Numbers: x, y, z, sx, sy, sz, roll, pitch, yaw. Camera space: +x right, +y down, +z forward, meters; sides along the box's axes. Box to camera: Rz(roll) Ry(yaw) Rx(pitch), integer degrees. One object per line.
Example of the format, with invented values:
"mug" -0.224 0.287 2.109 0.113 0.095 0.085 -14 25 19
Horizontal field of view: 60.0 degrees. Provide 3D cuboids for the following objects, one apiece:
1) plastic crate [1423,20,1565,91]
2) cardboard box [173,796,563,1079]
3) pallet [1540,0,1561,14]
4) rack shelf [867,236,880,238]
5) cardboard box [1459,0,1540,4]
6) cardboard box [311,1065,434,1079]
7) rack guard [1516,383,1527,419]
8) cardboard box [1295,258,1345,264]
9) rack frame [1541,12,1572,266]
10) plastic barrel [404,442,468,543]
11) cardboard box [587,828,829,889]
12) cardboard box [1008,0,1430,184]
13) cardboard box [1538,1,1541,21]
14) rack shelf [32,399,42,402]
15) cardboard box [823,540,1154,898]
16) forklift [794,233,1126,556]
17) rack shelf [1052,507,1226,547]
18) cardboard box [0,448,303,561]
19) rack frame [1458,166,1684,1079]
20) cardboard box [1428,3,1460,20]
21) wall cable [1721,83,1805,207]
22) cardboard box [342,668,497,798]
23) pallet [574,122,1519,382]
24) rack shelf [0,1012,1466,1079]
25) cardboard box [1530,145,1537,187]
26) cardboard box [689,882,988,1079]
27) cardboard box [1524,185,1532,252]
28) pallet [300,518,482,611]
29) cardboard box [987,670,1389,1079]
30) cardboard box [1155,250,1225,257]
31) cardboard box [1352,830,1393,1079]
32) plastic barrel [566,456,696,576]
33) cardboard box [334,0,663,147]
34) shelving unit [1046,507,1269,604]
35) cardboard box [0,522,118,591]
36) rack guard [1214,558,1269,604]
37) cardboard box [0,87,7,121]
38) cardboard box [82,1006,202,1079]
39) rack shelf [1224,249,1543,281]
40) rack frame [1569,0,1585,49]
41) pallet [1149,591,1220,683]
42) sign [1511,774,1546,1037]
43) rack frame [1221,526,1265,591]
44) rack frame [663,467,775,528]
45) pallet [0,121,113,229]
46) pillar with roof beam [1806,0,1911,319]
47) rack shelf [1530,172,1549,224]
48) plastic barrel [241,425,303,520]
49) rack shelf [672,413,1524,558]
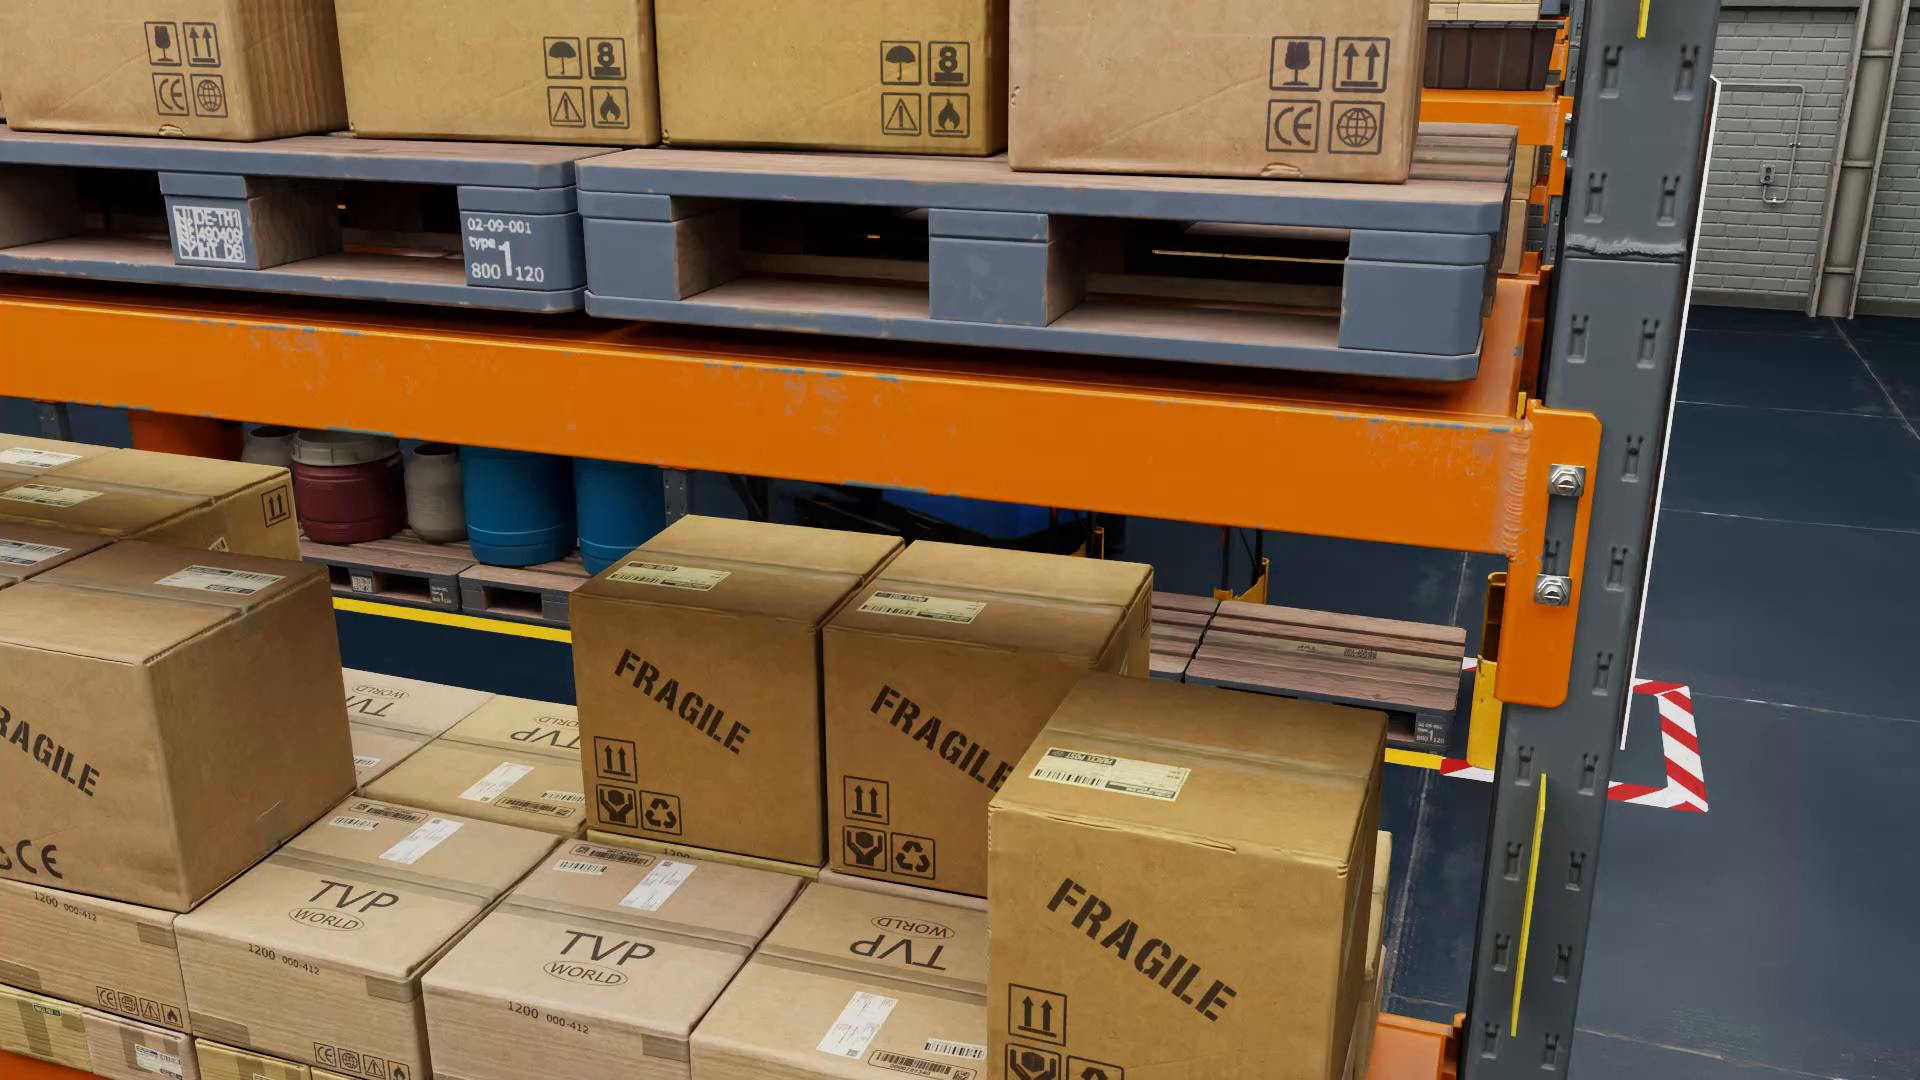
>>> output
"plastic crate" 2.257 -2.073 7.109 0.590 0.269 0.497 7 20 18
"cardboard box" -1.094 0.745 3.157 0.500 0.250 0.500 7 20 18
"pallet" 5.077 -5.122 15.791 1.213 0.211 1.003 7 20 18
"rack shelf" -1.509 -2.439 13.608 4.000 0.370 1.077 7 20 18
"cardboard box" 3.590 -3.688 11.011 0.500 0.250 0.500 7 20 18
"cardboard box" -0.984 0.967 3.127 0.250 0.149 0.380 7 20 19
"rack guard" 4.087 -0.958 12.065 0.348 0.500 1.175 7 20 18
"cardboard box" 2.686 -2.252 11.827 0.500 0.500 0.500 7 20 18
"rack frame" 4.159 -2.130 11.630 0.127 3.000 1.000 7 20 18
"plastic barrel" -2.930 -0.275 9.451 0.421 0.512 0.421 0 19 0
"cardboard box" -0.427 0.635 3.474 0.500 0.250 0.500 6 20 16
"cardboard box" 0.395 -0.799 2.313 0.500 0.500 0.700 5 20 15
"cardboard box" 3.757 -3.610 11.547 0.500 0.250 0.500 7 20 18
"rack shelf" -6.917 -1.331 10.430 4.000 0.370 1.077 7 20 18
"cardboard box" 0.067 0.336 3.192 0.500 0.500 0.500 6 20 17
"forklift" -0.392 -1.560 10.098 1.130 2.935 3.031 -17 25 -40
"rack shelf" 1.061 -0.210 8.945 1.000 0.185 0.538 11 22 30
"cardboard box" -1.880 0.116 3.824 0.500 0.500 0.500 7 20 19
"rack frame" 0.904 0.950 2.795 0.127 3.000 1.000 7 20 18
"cardboard box" 3.118 -3.507 11.250 0.500 0.250 0.500 7 20 18
"wall cable" 7.301 -4.306 16.330 1.851 1.984 0.084 7 20 18
"cardboard box" -1.399 0.524 3.791 0.500 0.250 0.500 7 20 19
"pallet" 0.200 -0.502 2.536 1.213 0.211 1.003 7 20 18
"rack shelf" -0.985 1.073 3.533 4.000 0.370 1.077 7 20 18
"cardboard box" 3.826 -2.779 11.822 0.500 0.500 0.500 7 20 20
"cardboard box" -0.120 0.855 2.842 0.500 0.250 0.500 6 20 17
"cardboard box" 3.826 -2.307 11.986 0.500 0.500 0.500 7 20 19
"pallet" -3.120 0.067 9.564 1.213 0.211 1.003 7 20 18
"cardboard box" 0.358 0.555 2.564 0.500 0.500 0.500 7 20 19
"cardboard box" 1.729 -2.361 12.139 0.500 0.500 0.500 6 20 18
"cardboard box" 0.539 0.744 3.160 0.500 0.250 0.500 6 20 17
"plastic barrel" -1.757 -0.294 8.913 0.708 0.901 0.600 7 20 18
"cardboard box" -0.601 -0.938 2.712 0.500 0.500 0.700 5 20 14
"shelving unit" 1.069 -0.378 8.881 1.083 1.500 0.587 11 22 30
"cardboard box" -2.043 0.281 3.351 0.500 0.500 0.500 7 20 18
"rack guard" 1.494 0.298 8.842 0.087 0.250 0.587 11 22 30
"cardboard box" -1.609 -1.066 3.079 0.500 0.500 0.700 8 21 21
"cardboard box" -1.480 0.911 3.286 0.250 0.149 0.380 7 20 19
"rack shelf" 2.269 -2.007 12.368 4.000 0.370 1.077 7 20 18
"rack frame" 2.530 -3.423 6.226 0.127 3.000 1.000 7 20 18
"pallet" 0.615 0.493 8.342 1.213 0.211 1.003 7 20 18
"sign" 0.713 0.458 2.086 0.005 0.325 0.100 7 20 18
"rack frame" 1.495 -0.292 8.636 0.032 1.500 0.500 11 22 30
"rack frame" -1.249 -1.023 8.453 0.127 3.000 1.000 7 20 18
"pallet" -2.105 -0.765 3.293 1.213 0.211 1.003 7 20 18
"pillar with roof beam" 7.202 -5.142 11.157 0.400 9.000 9.100 7 20 18
"rack shelf" 3.891 -3.547 16.788 4.000 0.370 1.077 7 20 18
"plastic barrel" -3.997 -0.397 9.801 0.421 0.512 0.421 0 19 0
"rack shelf" 0.640 -0.467 7.951 4.000 0.370 1.077 7 20 18
